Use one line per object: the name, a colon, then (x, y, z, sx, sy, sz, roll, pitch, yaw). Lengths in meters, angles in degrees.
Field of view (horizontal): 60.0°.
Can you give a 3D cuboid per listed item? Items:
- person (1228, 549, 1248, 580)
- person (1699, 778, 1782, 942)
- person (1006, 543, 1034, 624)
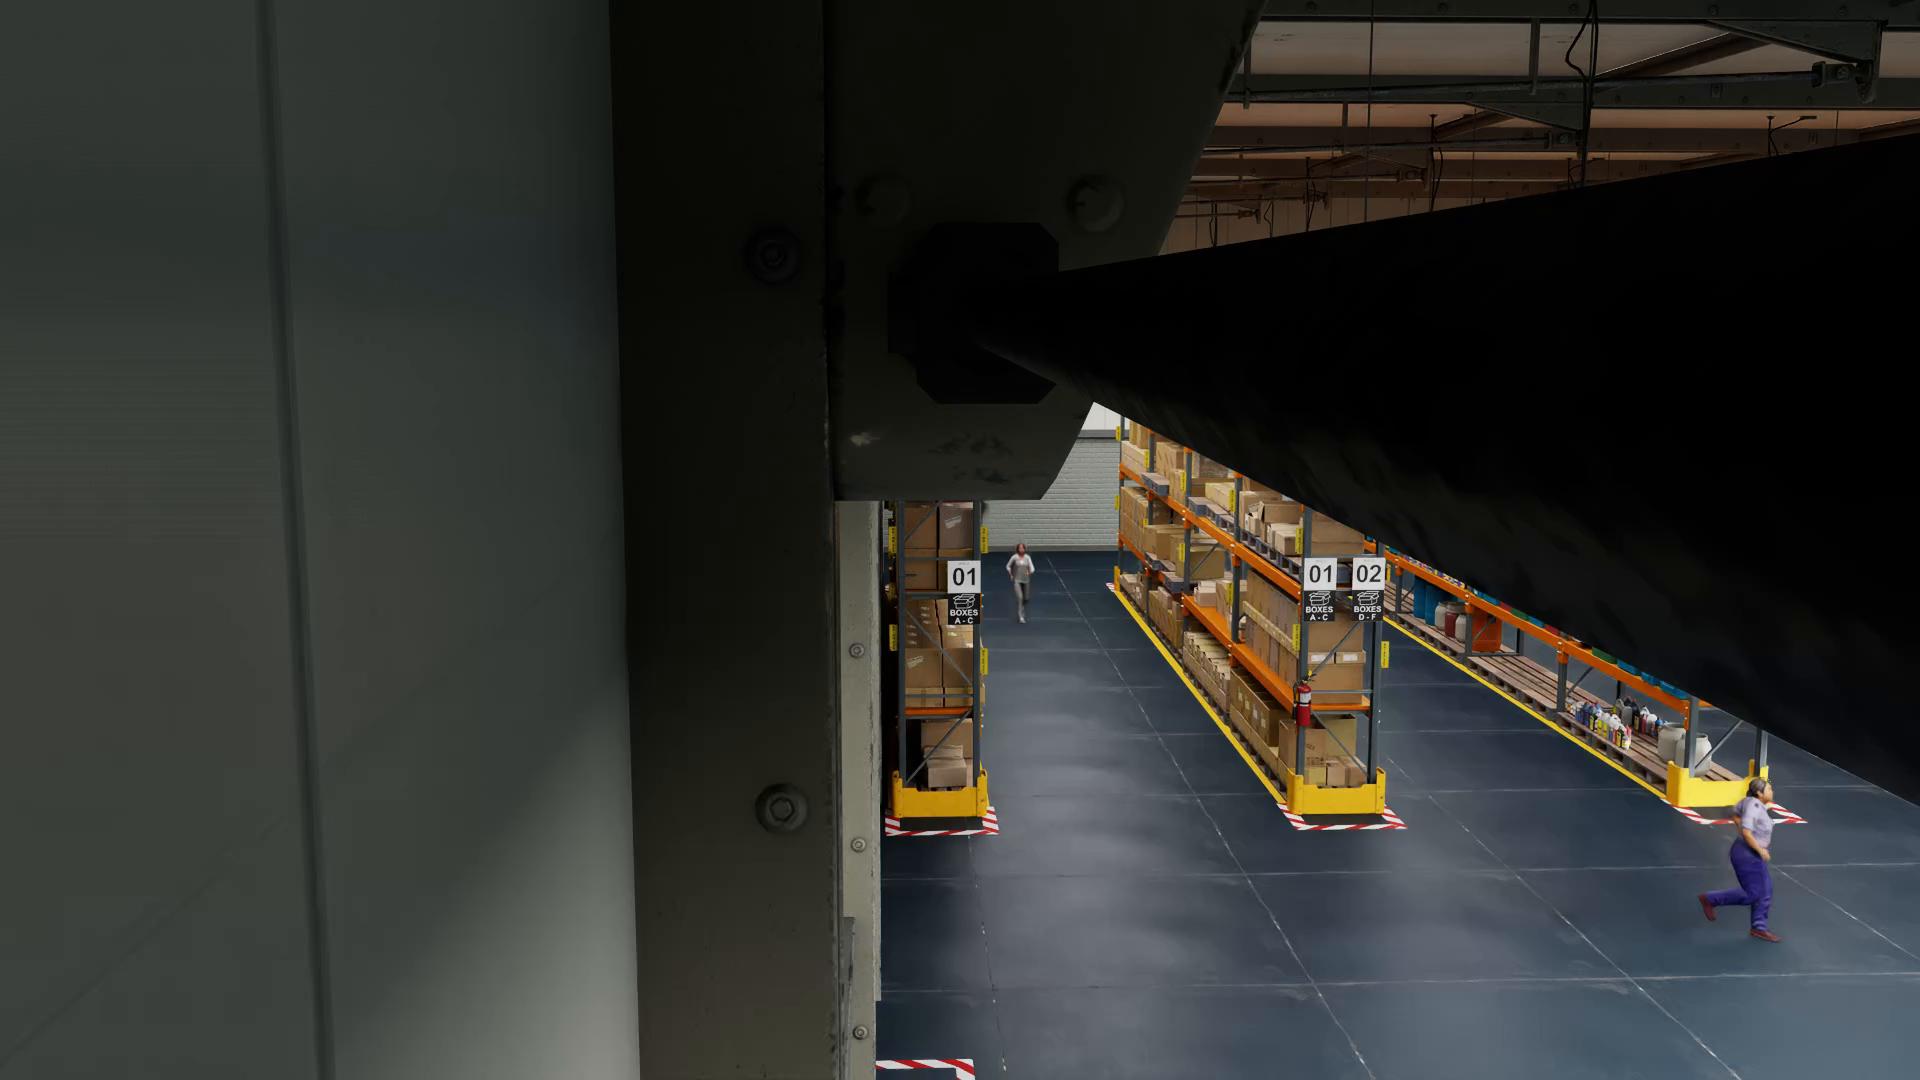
person: (5.921, 0.463, 35.094, 0.514, 1.691, 0.934, -2, 9, -16)
person: (7.841, 3.171, 16.631, 0.784, 1.635, 0.631, 3, 9, 21)
person: (1.193, 0.829, 32.898, 0.547, 1.563, 0.755, -1, 8, -9)
